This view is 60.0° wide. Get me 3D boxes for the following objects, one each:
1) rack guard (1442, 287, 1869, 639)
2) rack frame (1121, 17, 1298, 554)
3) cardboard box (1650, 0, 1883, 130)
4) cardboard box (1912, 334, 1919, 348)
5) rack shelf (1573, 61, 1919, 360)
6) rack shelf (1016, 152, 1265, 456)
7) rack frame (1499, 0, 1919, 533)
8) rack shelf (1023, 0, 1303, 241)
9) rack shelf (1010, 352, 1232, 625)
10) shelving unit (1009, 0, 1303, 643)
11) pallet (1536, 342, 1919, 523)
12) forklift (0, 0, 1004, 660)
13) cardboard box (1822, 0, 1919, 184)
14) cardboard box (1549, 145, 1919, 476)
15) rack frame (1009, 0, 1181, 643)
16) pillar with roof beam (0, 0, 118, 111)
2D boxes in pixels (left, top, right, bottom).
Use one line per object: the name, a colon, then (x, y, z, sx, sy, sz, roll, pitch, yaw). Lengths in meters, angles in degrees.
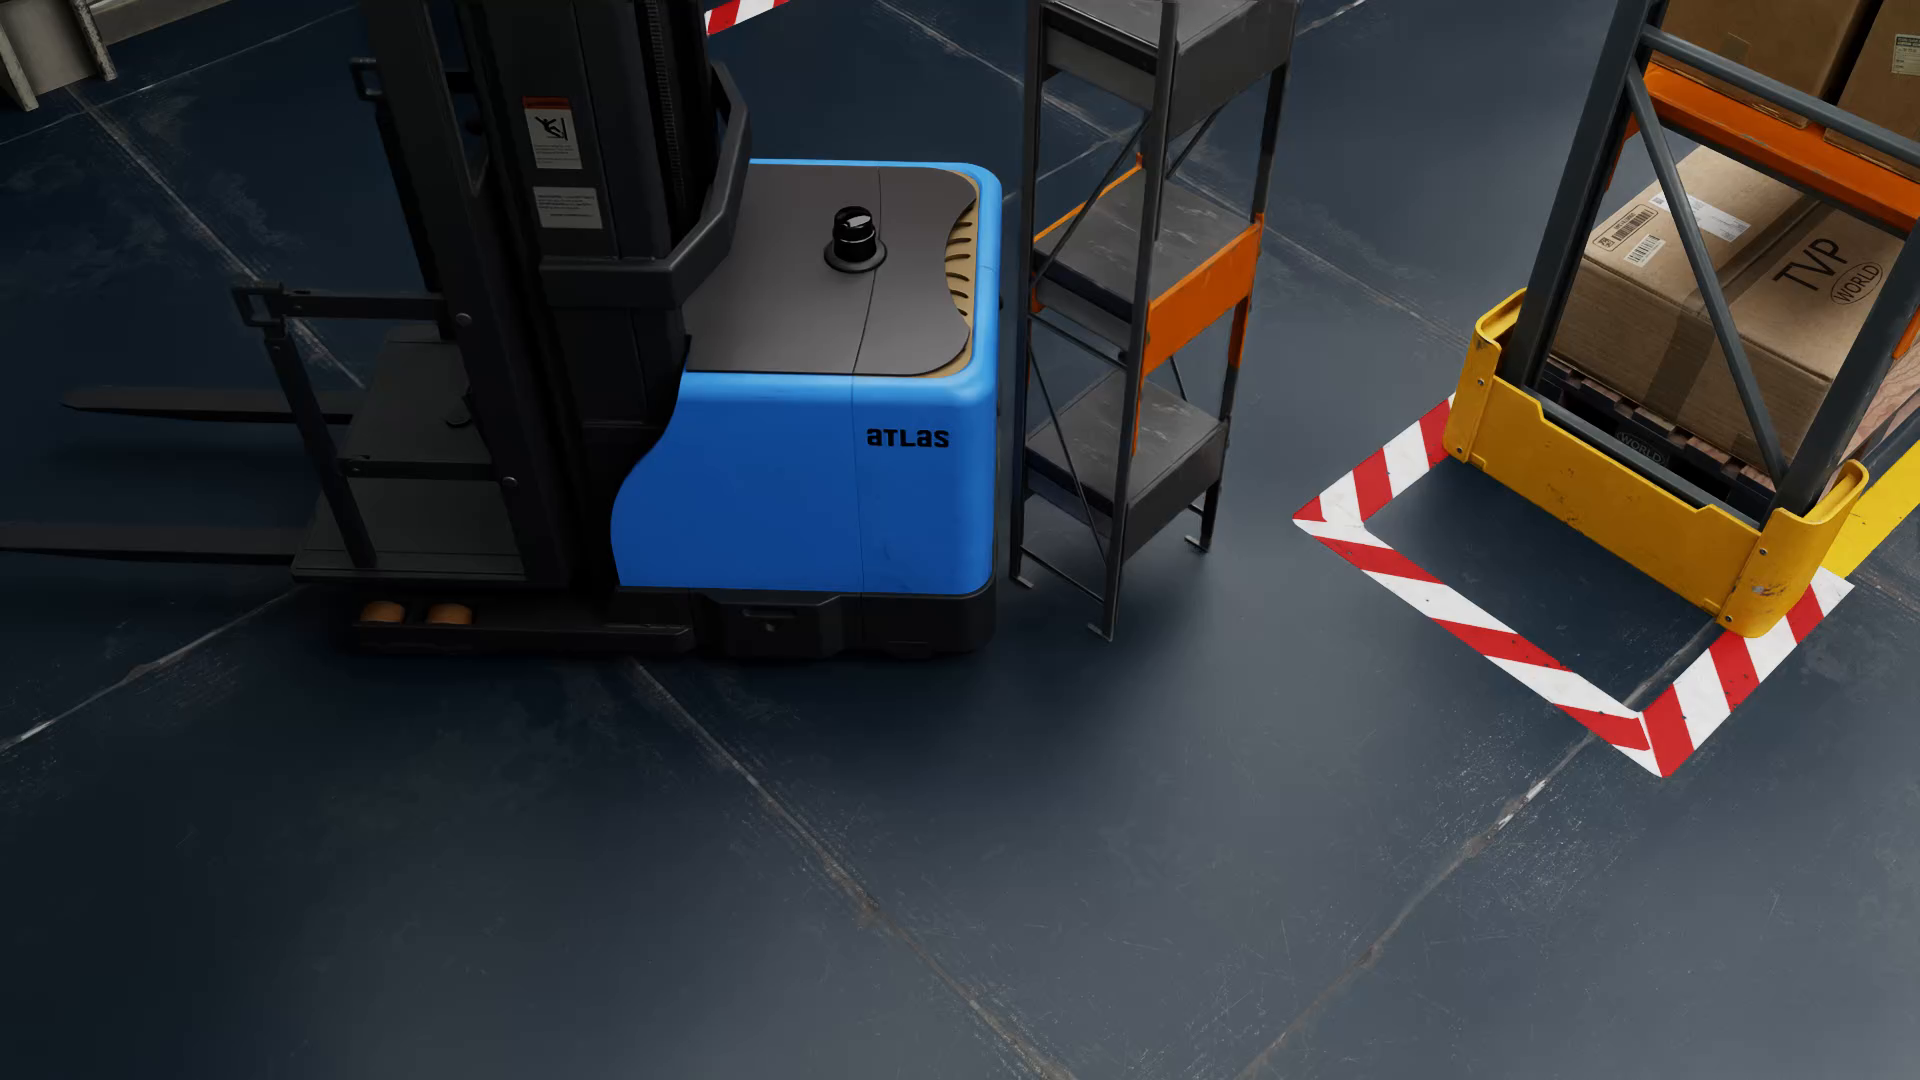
rack guard: (2.100, -0.258, 5.147, 0.348, 0.500, 1.175, -34, 56, -27)
rack frame: (0.632, -0.772, 4.534, 0.400, 2.100, 0.015, 34, 56, 27)
cardboard box: (2.296, -1.533, 4.556, 0.500, 0.500, 0.500, -33, 56, -27)
cardboard box: (3.210, -1.228, 5.800, 0.875, 0.438, 0.875, -32, 55, -26)
rack shelf: (3.597, -1.862, 5.417, 4.000, 0.370, 1.077, -34, 56, -27)
rack shelf: (0.468, -0.630, 4.421, 0.431, 0.518, 0.480, 34, 56, 27)
rack frame: (2.118, -1.117, 4.240, 0.127, 3.000, 1.000, -34, 56, -27)
rack shelf: (0.468, -1.105, 3.907, 0.431, 0.518, 0.480, 34, 56, 27)
rack shelf: (0.468, -0.155, 4.936, 0.431, 0.518, 0.480, 34, 56, 27)
shelving unit: (0.468, -0.639, 4.411, 0.431, 2.100, 0.503, 34, 56, 27)
pallet: (2.656, -0.609, 5.669, 1.213, 0.211, 1.003, -34, 56, -27)
forklift: (-1.396, -1.040, 4.215, 3.031, 2.935, 1.130, 2, 47, 1)
cardboard box: (2.666, -1.232, 4.278, 0.500, 0.500, 0.500, -34, 56, -27)
cardboard box: (2.539, -0.771, 5.378, 0.875, 0.438, 0.875, -36, 57, -28)
rack frame: (0.304, -0.507, 4.289, 0.400, 2.100, 0.015, 34, 56, 27)
pillar with roof beam: (-0.930, -2.665, 1.586, 0.400, 9.000, 9.100, -34, 56, -27)
